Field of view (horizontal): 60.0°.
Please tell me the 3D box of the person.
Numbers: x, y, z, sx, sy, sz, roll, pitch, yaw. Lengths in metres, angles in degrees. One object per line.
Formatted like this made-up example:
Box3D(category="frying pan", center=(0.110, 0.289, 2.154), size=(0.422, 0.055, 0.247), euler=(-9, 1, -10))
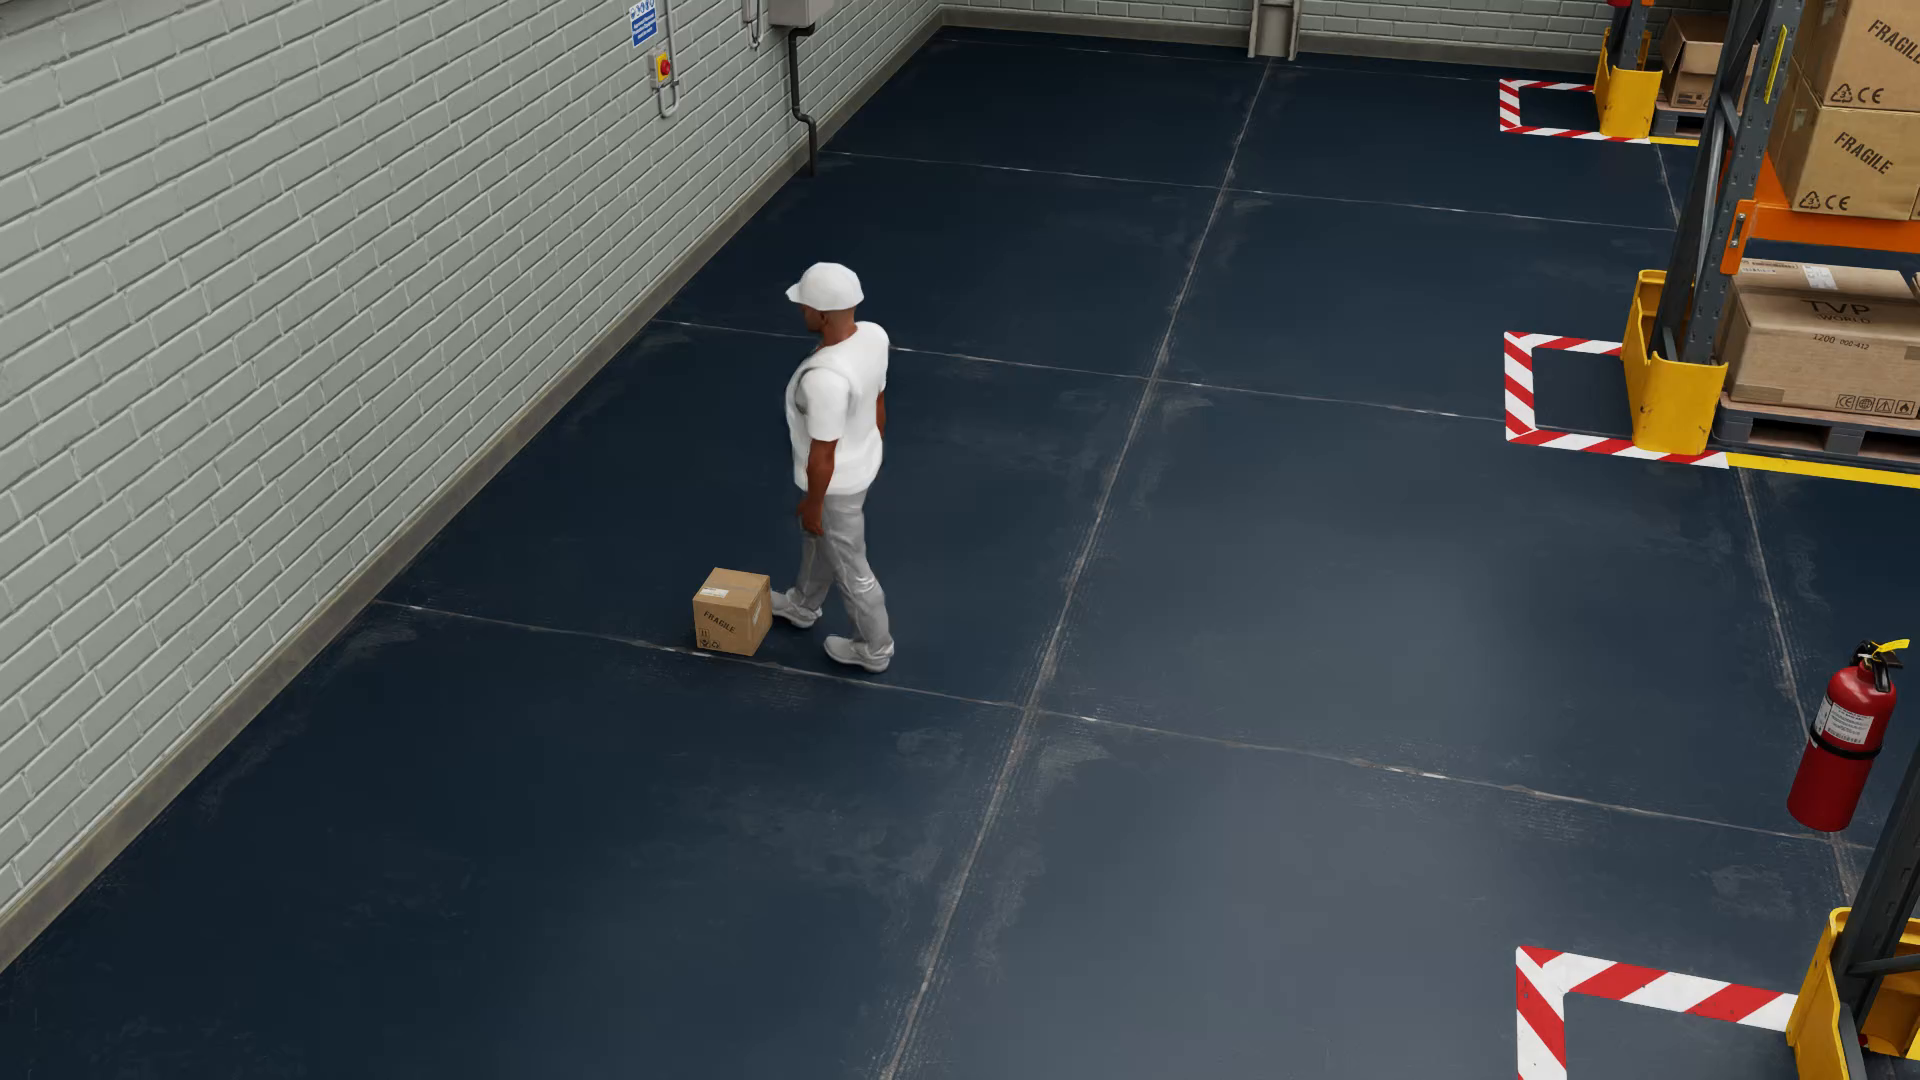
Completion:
Box3D(category="person", center=(-0.602, -0.291, 6.565), size=(0.709, 1.753, 0.577), euler=(8, 33, 12))
